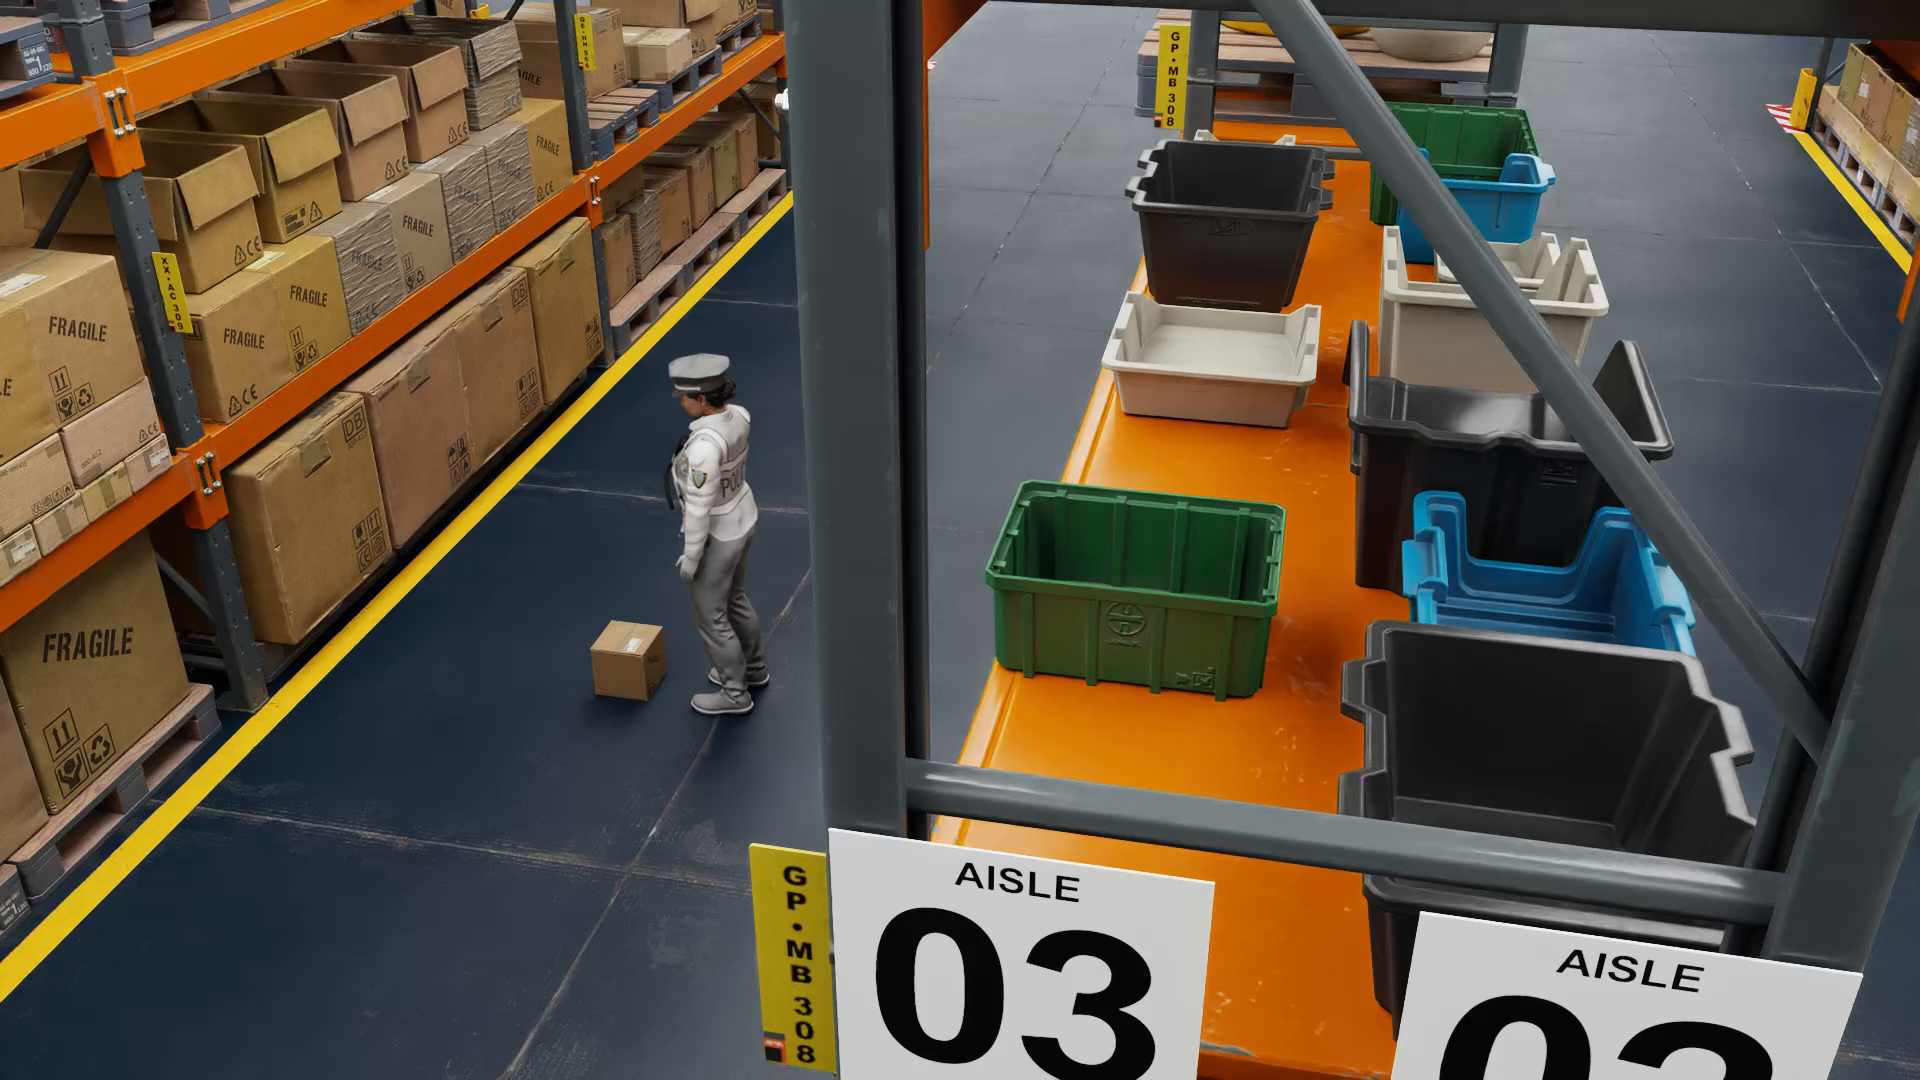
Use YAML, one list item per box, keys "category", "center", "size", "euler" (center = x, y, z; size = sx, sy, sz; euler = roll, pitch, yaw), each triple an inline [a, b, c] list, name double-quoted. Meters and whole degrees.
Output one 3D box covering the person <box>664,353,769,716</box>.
- category: "person"
  center: [-1.048, -0.006, 7.144]
  size: [0.327, 1.662, 0.471]
  euler: [7, 30, 12]
